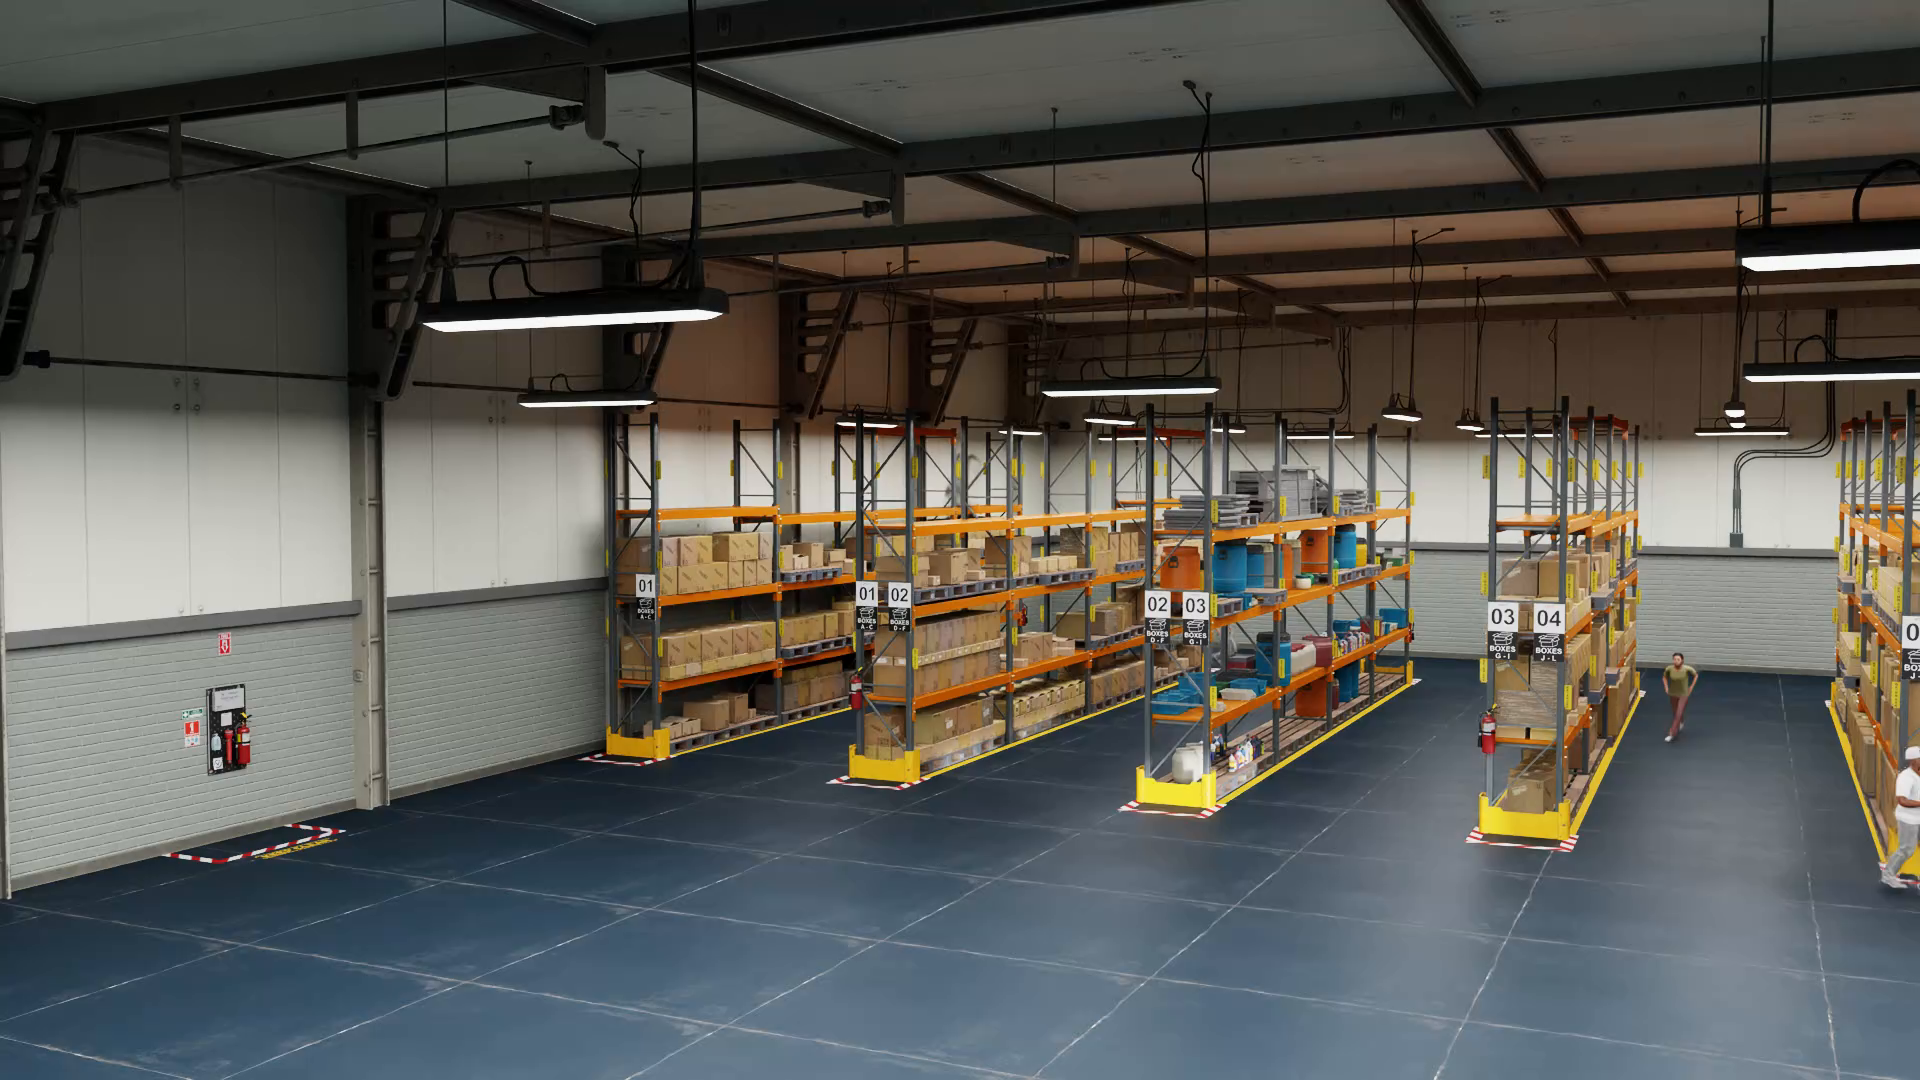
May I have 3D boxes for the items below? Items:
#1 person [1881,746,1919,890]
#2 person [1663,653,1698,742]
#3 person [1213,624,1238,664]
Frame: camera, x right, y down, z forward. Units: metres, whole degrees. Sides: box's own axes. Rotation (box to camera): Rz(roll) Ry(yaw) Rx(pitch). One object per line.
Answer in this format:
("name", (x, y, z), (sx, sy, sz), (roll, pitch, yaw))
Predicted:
("person", (11.148, 3.328, 19.517), (0.676, 1.840, 0.713), (-2, 3, -32))
("person", (13.328, 2.885, 30.788), (0.602, 1.621, 1.022), (1, 3, 31))
("person", (6.631, 2.462, 42.074), (0.628, 1.607, 0.633), (2, 3, 39))
